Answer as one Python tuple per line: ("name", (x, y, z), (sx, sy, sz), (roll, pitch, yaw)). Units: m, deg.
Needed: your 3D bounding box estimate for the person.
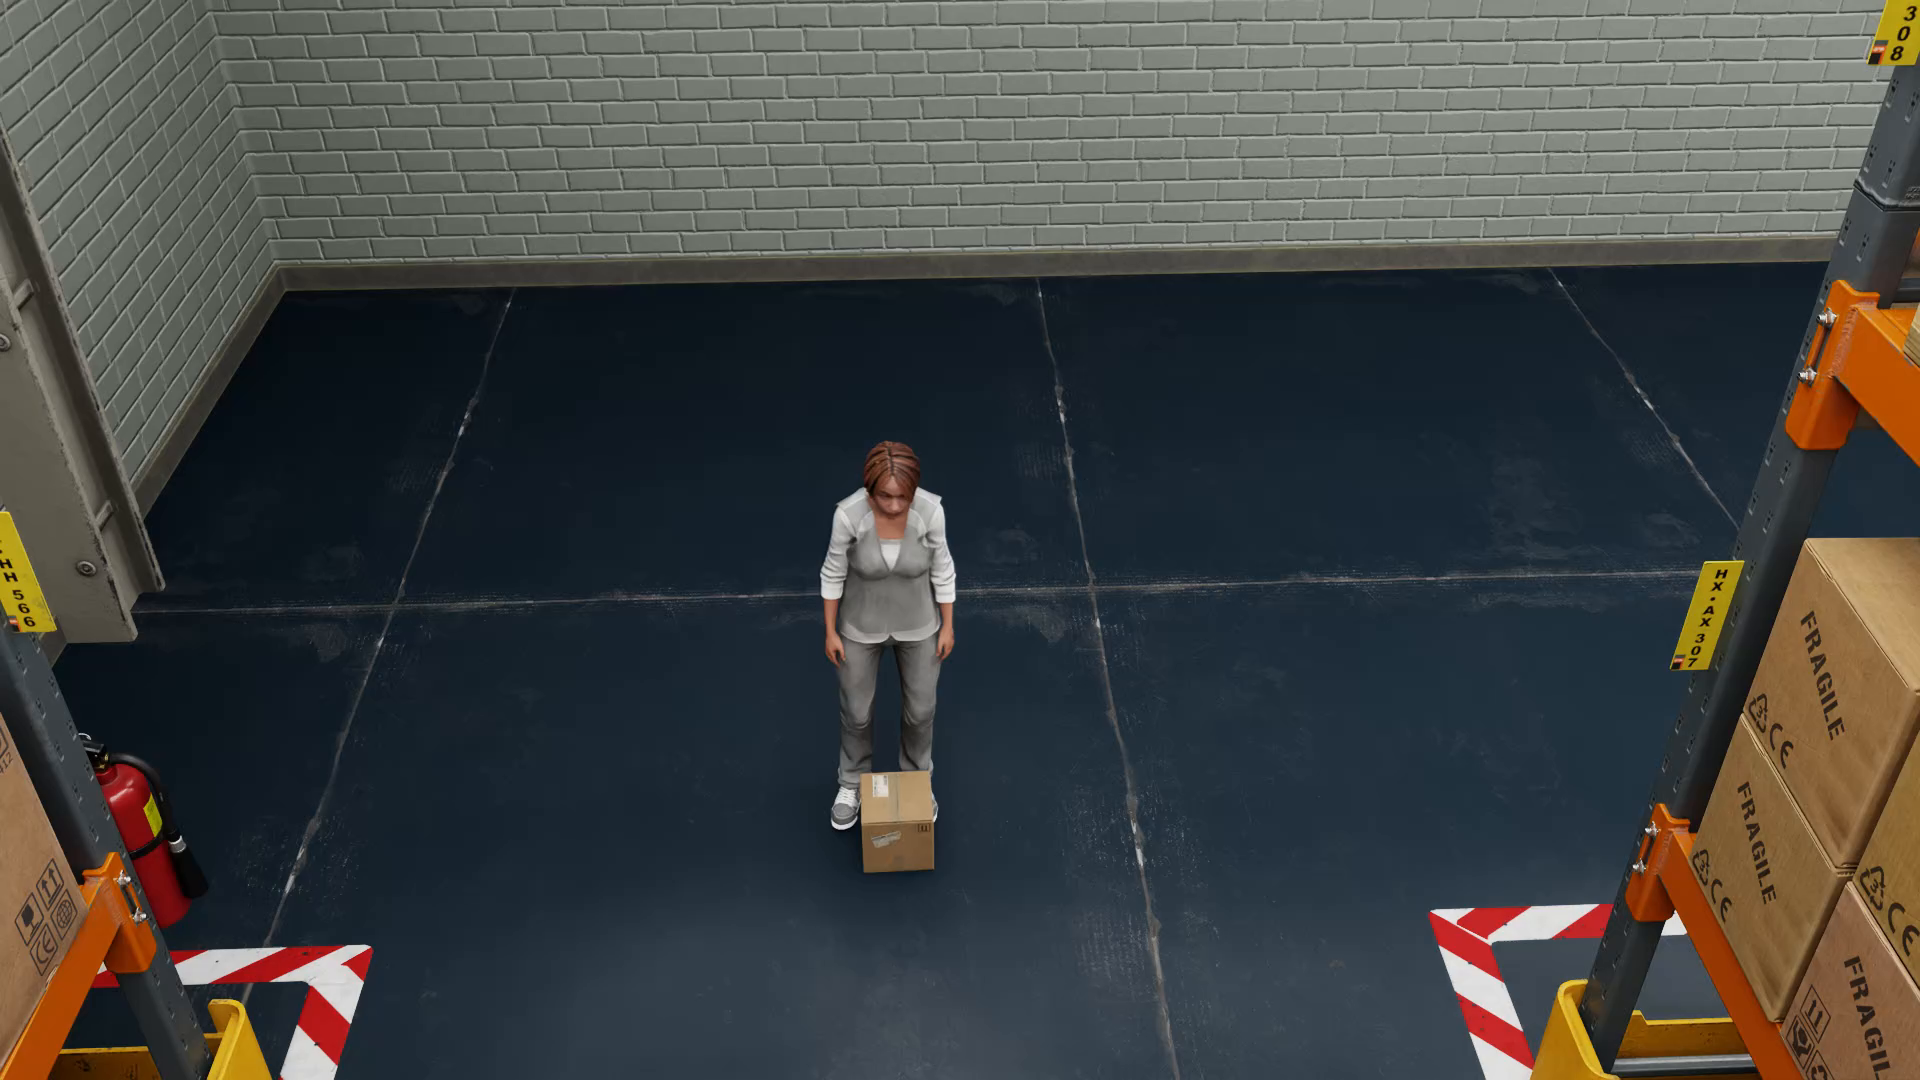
("person", (-0.245, 0.318, 5.714), (0.473, 1.592, 0.347), (-3, 36, -4))
